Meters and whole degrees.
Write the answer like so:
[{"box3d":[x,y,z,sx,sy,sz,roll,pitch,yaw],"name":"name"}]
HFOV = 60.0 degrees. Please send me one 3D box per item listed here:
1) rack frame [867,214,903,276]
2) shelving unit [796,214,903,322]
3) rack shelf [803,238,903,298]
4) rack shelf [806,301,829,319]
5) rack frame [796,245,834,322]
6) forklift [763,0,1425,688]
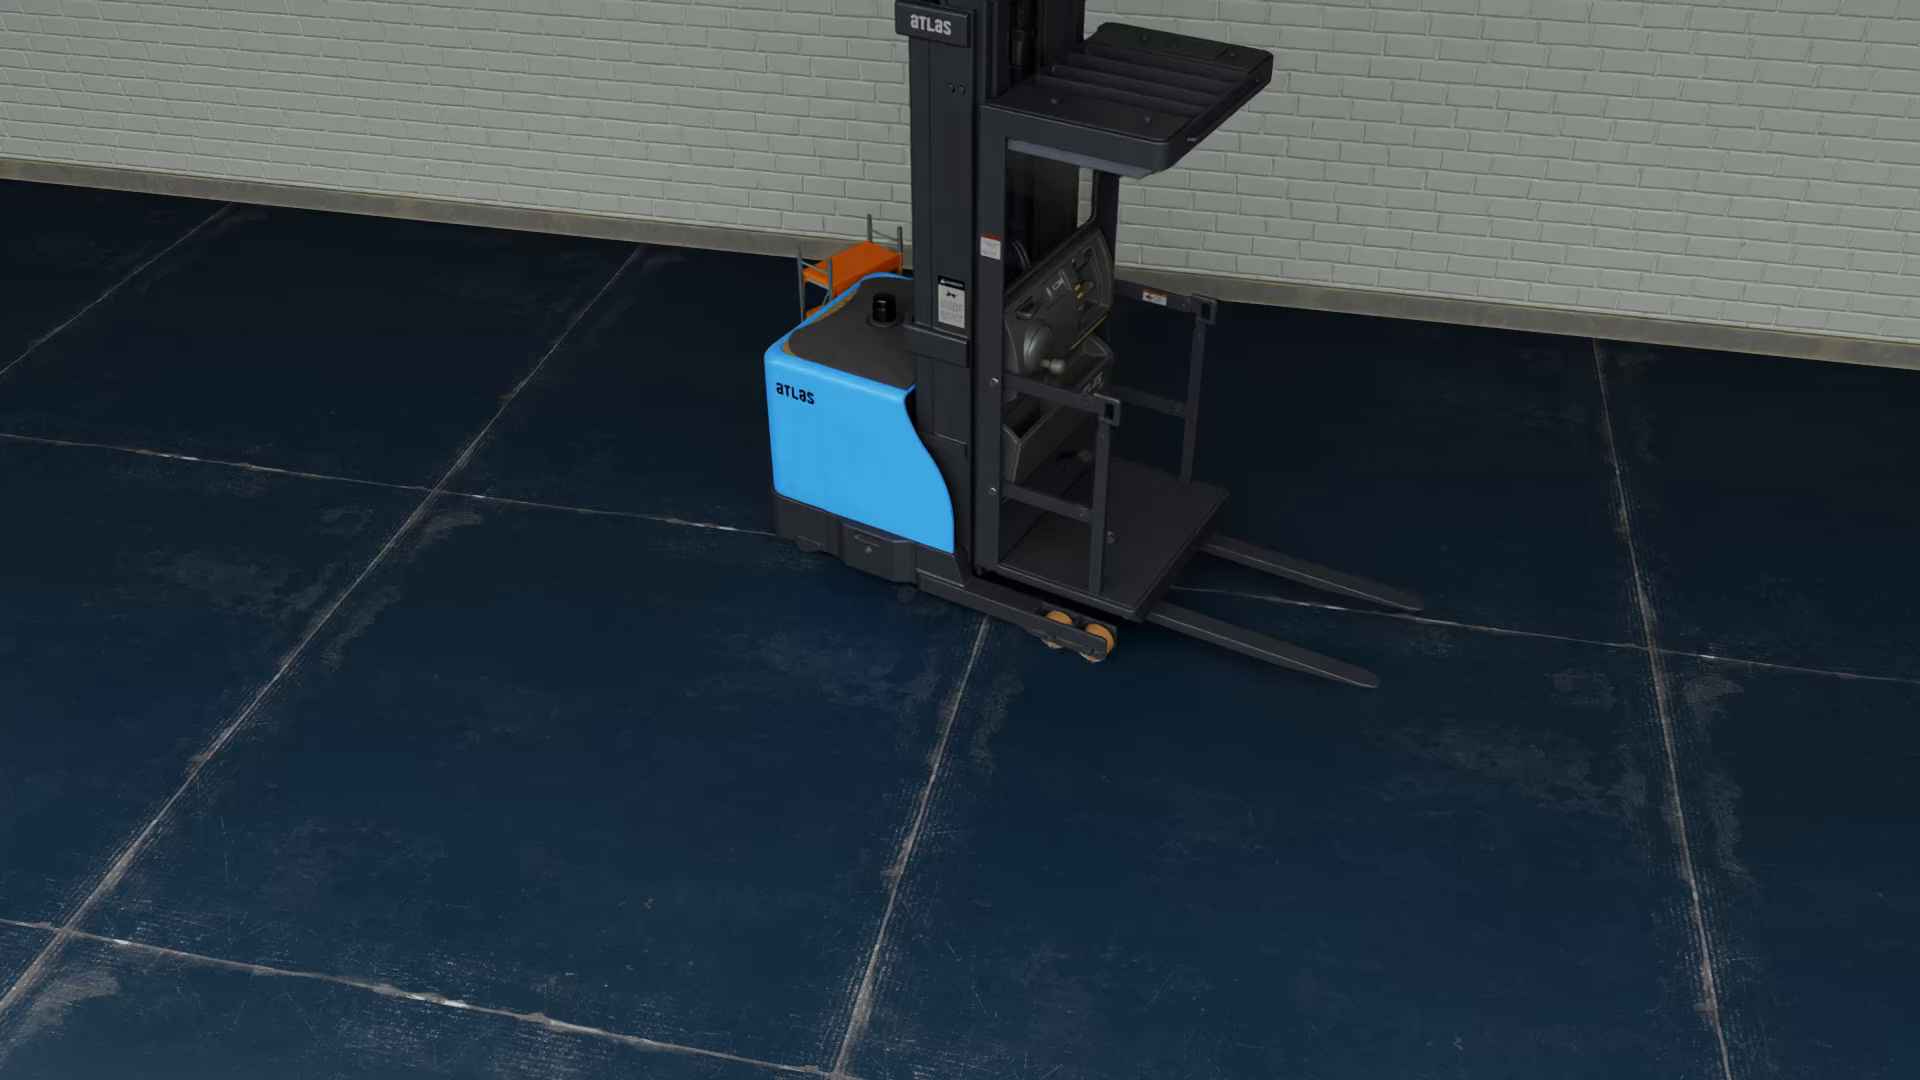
[{"box3d":[-0.381,-1.133,8.789,0.240,1.200,0.015,28,44,34],"name":"rack frame"},{"box3d":[-0.547,-1.028,8.644,0.258,1.200,0.503,28,44,34],"name":"shelving unit"},{"box3d":[-0.549,-1.347,8.415,0.258,0.148,0.480,28,44,34],"name":"rack shelf"},{"box3d":[-0.548,-1.155,8.553,0.258,0.148,0.480,28,44,34],"name":"rack shelf"},{"box3d":[-0.713,-0.923,8.499,0.240,1.200,0.015,28,44,34],"name":"rack frame"},{"box3d":[0.614,-0.997,7.128,3.031,2.935,1.130,19,40,24],"name":"forklift"}]
